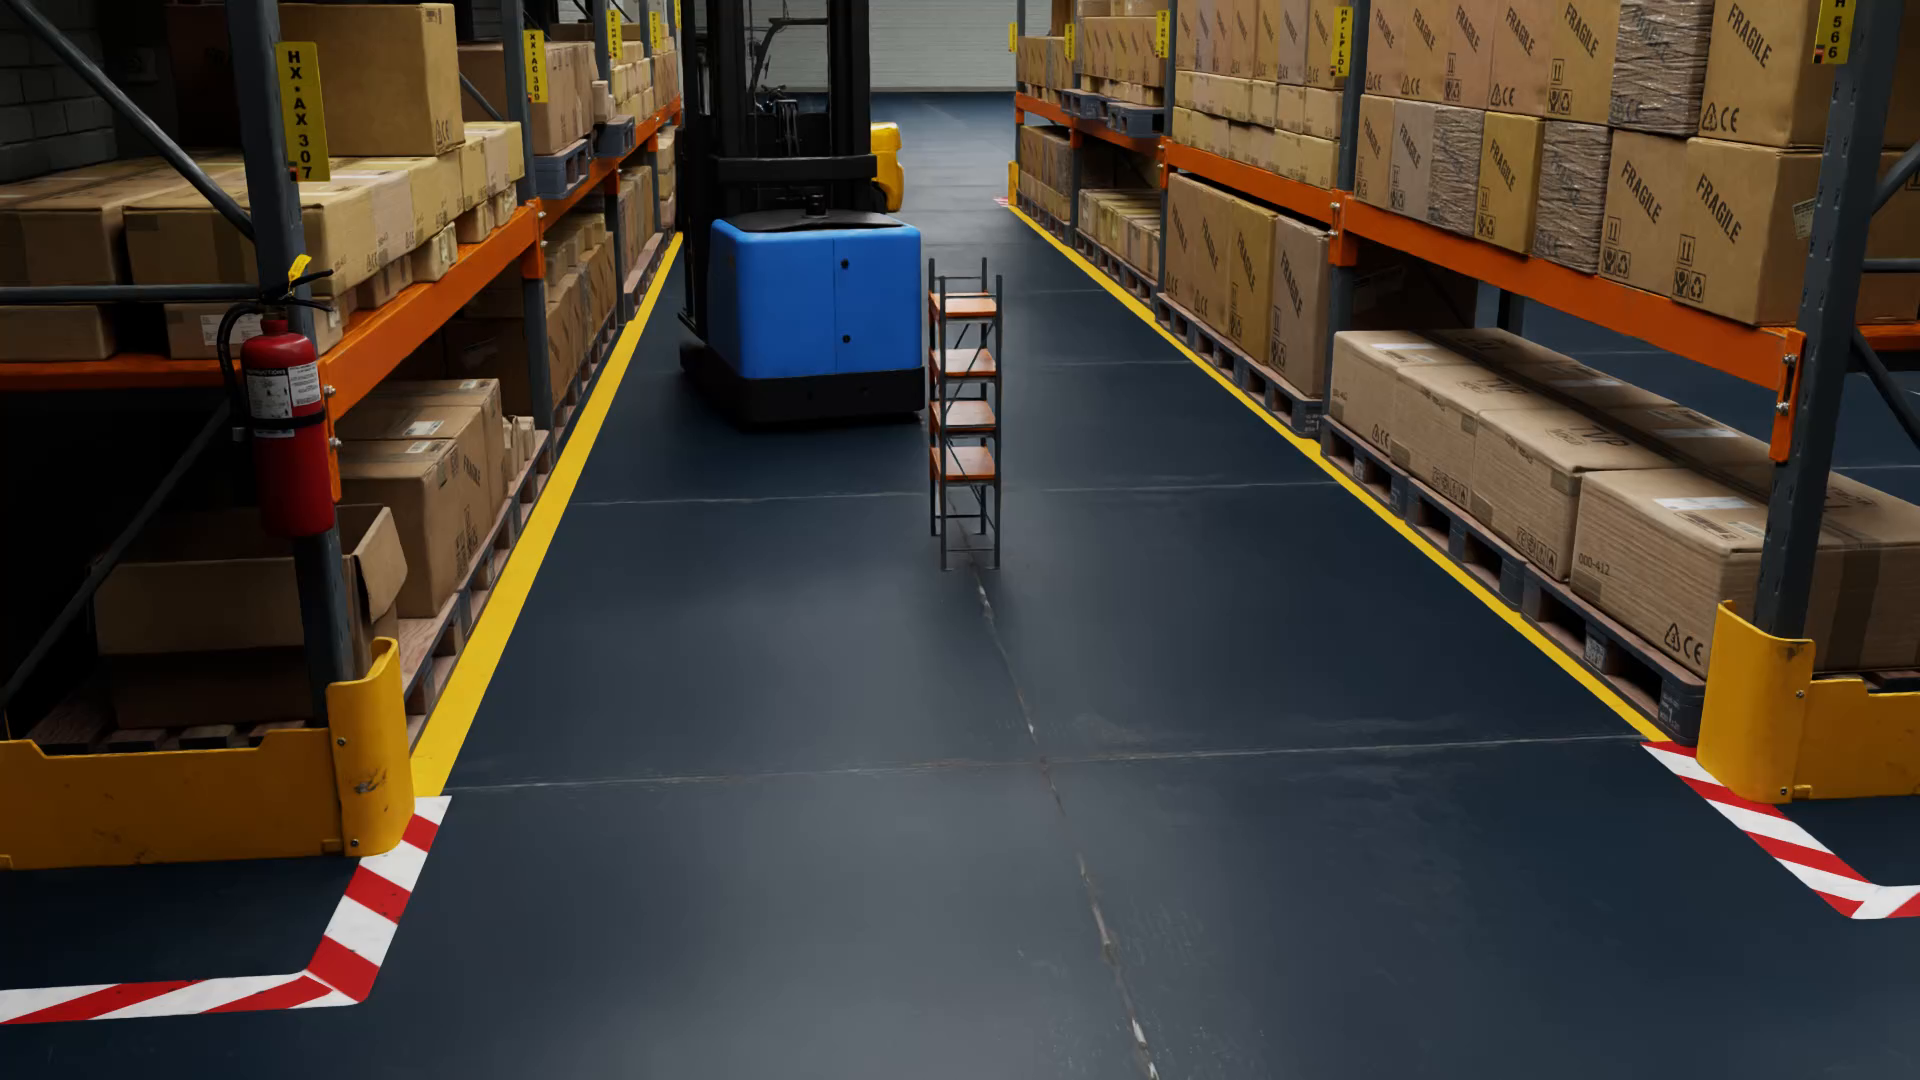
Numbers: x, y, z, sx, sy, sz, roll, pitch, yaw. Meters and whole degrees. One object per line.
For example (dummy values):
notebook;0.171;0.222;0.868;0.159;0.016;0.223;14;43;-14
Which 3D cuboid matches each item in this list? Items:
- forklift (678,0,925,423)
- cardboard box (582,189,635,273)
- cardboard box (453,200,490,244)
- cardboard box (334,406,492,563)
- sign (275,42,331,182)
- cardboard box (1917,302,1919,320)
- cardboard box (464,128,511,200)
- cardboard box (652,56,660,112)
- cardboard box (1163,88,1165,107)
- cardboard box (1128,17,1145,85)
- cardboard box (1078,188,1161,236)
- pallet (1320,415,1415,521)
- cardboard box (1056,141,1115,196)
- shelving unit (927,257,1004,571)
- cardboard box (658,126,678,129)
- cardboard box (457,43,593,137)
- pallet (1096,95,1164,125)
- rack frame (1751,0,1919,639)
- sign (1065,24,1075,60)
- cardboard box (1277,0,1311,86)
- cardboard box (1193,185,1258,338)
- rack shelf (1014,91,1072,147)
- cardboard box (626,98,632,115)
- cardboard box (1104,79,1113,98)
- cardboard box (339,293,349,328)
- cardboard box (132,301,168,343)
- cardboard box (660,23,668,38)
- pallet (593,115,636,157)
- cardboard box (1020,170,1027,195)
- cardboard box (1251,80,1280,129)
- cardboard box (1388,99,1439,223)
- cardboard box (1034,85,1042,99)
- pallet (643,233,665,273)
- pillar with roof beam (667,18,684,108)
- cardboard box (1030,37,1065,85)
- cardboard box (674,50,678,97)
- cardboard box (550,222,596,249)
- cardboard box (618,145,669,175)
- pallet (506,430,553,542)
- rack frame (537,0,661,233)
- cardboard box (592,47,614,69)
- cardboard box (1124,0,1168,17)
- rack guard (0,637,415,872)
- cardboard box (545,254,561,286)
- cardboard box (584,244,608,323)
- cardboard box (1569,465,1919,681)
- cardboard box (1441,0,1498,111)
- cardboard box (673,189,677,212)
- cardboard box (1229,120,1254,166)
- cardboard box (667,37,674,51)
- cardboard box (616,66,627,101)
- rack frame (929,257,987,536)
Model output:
forklift;-1.141;-2.431;10.026;1.130;2.935;3.031;-6;18;-17
cardboard box;-3.068;-2.425;13.157;0.875;0.625;0.625;-1;17;-4
cardboard box;-2.092;-1.270;6.635;0.380;0.149;0.250;-2;18;-6
cardboard box;-2.090;-0.203;6.288;0.500;0.500;0.500;-1;17;-5
sign;-1.577;-1.023;3.984;0.100;0.325;0.005;-2;18;-6
cardboard box;3.056;-0.948;5.021;0.500;0.500;0.500;-2;18;-6
cardboard box;-2.168;-1.563;6.900;0.500;0.250;0.500;-2;18;-5
cardboard box;-3.141;-4.357;15.880;0.500;0.500;0.500;-2;18;-7
cardboard box;1.727;-3.302;12.406;0.380;0.149;0.250;-1;17;-4
cardboard box;1.607;-3.802;12.915;0.500;0.500;0.500;-2;18;-7
cardboard box;1.639;-3.114;15.773;0.950;0.372;0.625;-2;17;-5
pallet;2.408;-0.380;8.036;1.003;0.211;1.213;-2;18;-6
cardboard box;1.254;-3.737;16.711;0.500;0.500;0.500;-2;18;-6
shelving unit;0.017;-0.523;6.840;0.258;1.200;0.503;-2;18;-6
cardboard box;-3.409;-4.598;19.037;0.500;0.250;0.500;-1;17;-4
cardboard box;-2.491;-2.572;9.495;0.700;0.500;0.500;-2;18;-6
pallet;1.750;-3.628;14.047;1.003;0.211;1.213;-2;18;-6
rack frame;2.820;-0.748;4.552;1.000;3.000;0.127;-2;18;-6
sign;1.043;-4.717;15.749;0.100;0.325;0.005;-2;18;-6
cardboard box;2.051;-2.744;9.073;0.500;0.500;0.500;-1;17;-5
cardboard box;2.071;-1.844;10.889;0.875;0.875;0.875;-2;17;-5
rack shelf;1.376;-4.576;17.946;1.077;0.370;4.000;-2;18;-6
cardboard box;-2.852;-3.348;13.085;0.500;0.250;0.500;-2;18;-7
cardboard box;1.432;-3.840;14.119;0.380;0.149;0.250;-1;17;-4
cardboard box;-1.950;-0.654;4.673;0.380;0.149;0.250;-1;17;-4
cardboard box;-2.383;-0.642;4.632;0.380;0.149;0.250;-1;17;-4
cardboard box;-3.289;-5.382;17.567;0.380;0.149;0.250;-1;17;-5
pallet;-2.802;-2.686;11.044;1.213;0.211;1.003;-2;18;-6
cardboard box;0.978;-4.155;19.292;0.500;0.250;0.500;-2;18;-6
cardboard box;2.002;-2.533;9.654;0.500;0.250;0.500;-1;17;-4
cardboard box;2.243;-1.689;7.384;0.500;0.500;0.500;-2;18;-5
cardboard box;1.026;-4.978;18.445;0.380;0.149;0.250;-1;17;-4
pallet;-3.240;-2.620;15.170;1.003;0.211;1.213;-2;18;-6
pillar with roof beam;-2.785;-15.271;40.795;9.100;9.000;0.400;-2;18;-6
cardboard box;1.053;-5.249;18.225;0.500;0.500;0.500;-2;18;-7
cardboard box;-3.455;-5.270;18.788;0.500;0.500;0.500;-2;18;-7
cardboard box;-2.597;-1.995;10.912;0.380;0.149;0.250;-2;18;-7
cardboard box;-3.092;-3.688;16.137;0.500;0.250;0.500;-2;18;-6
pallet;-2.460;-0.250;7.622;1.003;0.211;1.213;-2;18;-6
rack frame;-3.355;-4.169;15.448;1.000;3.000;0.127;-2;18;-6
cardboard box;-2.682;-3.438;11.871;0.380;0.149;0.250;-1;17;-4
cardboard box;1.545;-4.310;13.449;0.380;0.149;0.250;-3;18;-8
rack guard;-2.125;0.576;4.506;1.175;0.500;0.348;-2;18;-6
cardboard box;-2.476;-1.531;9.434;0.380;0.149;0.250;-2;18;-6
cardboard box;-2.643;-1.716;11.107;0.500;0.500;0.500;-2;18;-6
cardboard box;2.652;0.081;5.489;0.875;0.438;0.875;-2;18;-8
cardboard box;2.303;-2.011;6.740;0.500;0.500;0.500;-1;17;-5
cardboard box;-3.211;-3.515;17.255;0.500;0.250;0.500;-1;17;-5
cardboard box;1.968;-2.450;10.225;0.500;0.250;0.500;-2;18;-6
cardboard box;-3.397;-5.548;18.591;0.380;0.149;0.250;-1;17;-5
cardboard box;-2.795;-3.433;12.520;0.500;0.250;0.500;-1;17;-4
rack frame;-0.008;-0.596;7.072;0.240;1.200;0.015;-2;18;-6
